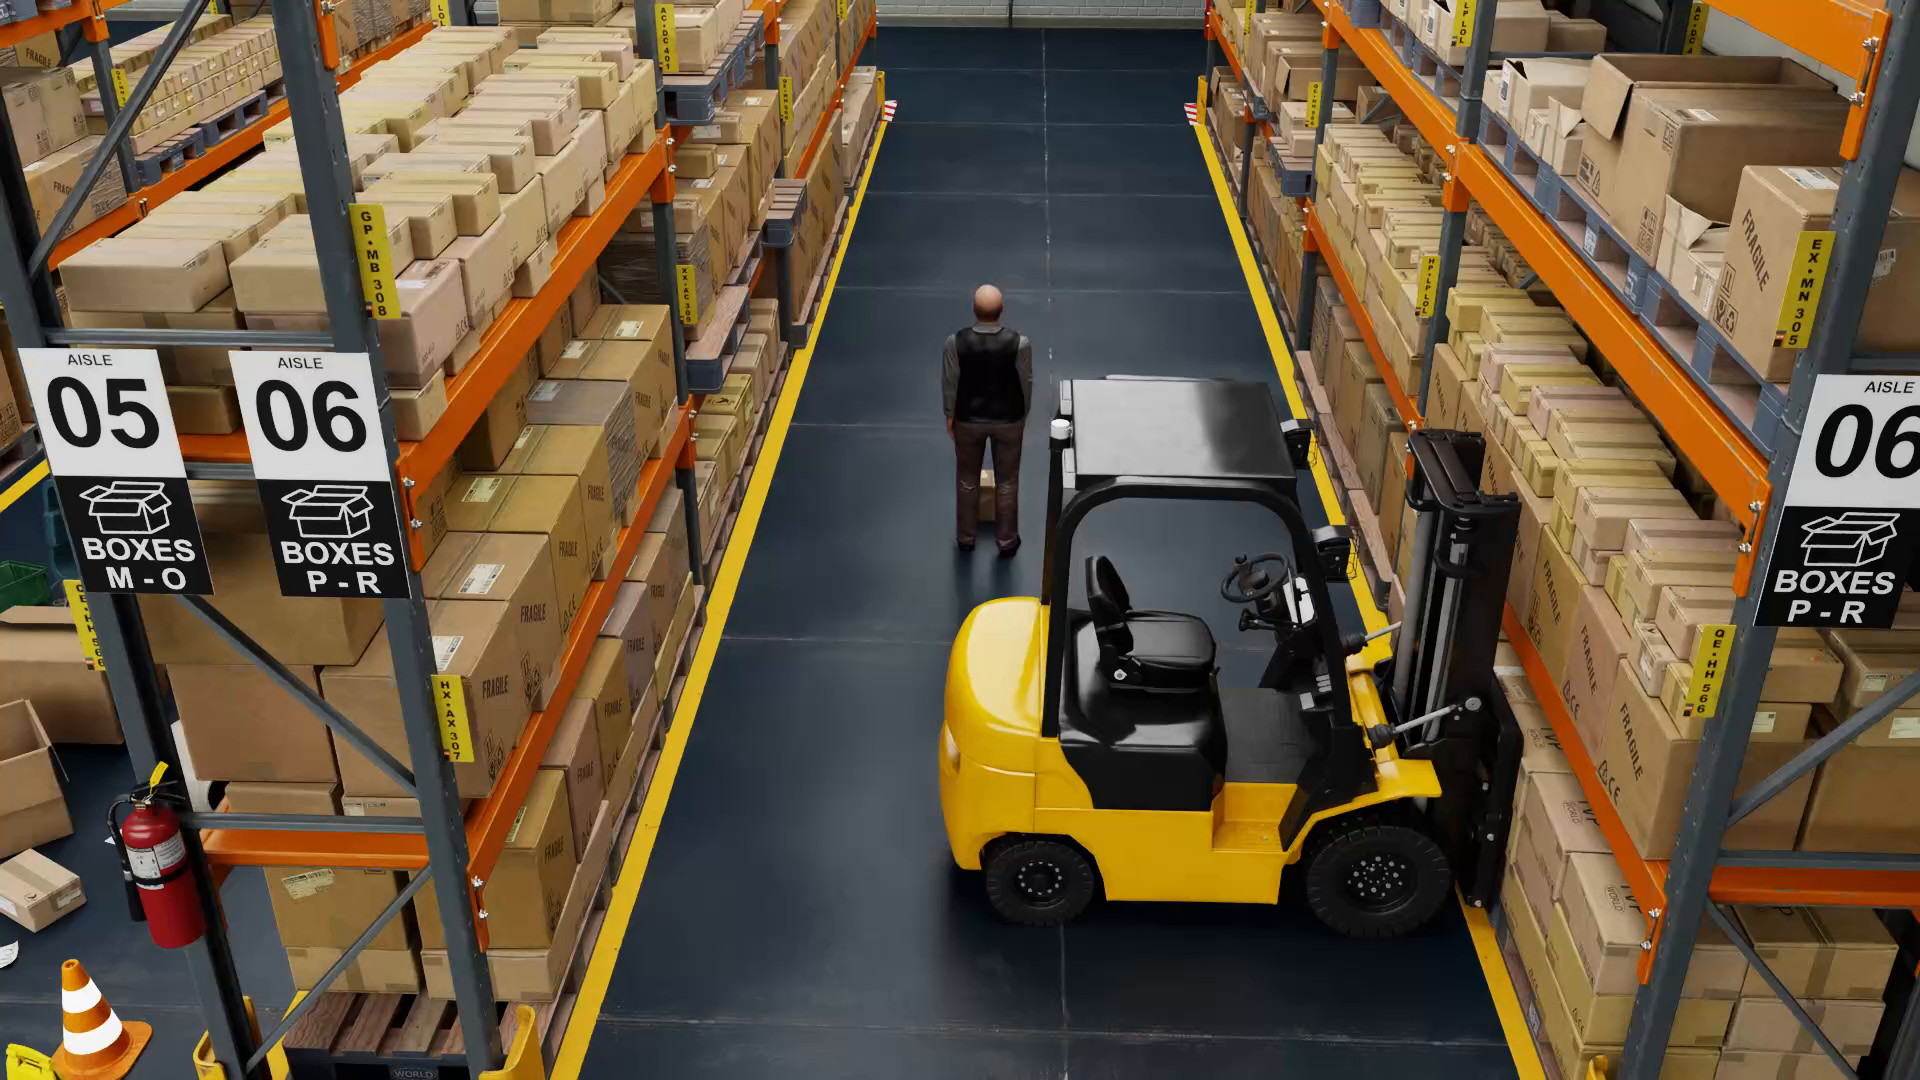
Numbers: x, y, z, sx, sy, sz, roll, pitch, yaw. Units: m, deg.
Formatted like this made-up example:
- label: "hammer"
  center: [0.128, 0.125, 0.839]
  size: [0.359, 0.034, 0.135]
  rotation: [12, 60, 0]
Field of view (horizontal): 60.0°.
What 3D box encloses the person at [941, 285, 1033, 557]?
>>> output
- label: "person"
  center: [0.164, -0.725, 10.029]
  size: [0.544, 1.726, 0.393]
  rotation: [2, 28, 3]
